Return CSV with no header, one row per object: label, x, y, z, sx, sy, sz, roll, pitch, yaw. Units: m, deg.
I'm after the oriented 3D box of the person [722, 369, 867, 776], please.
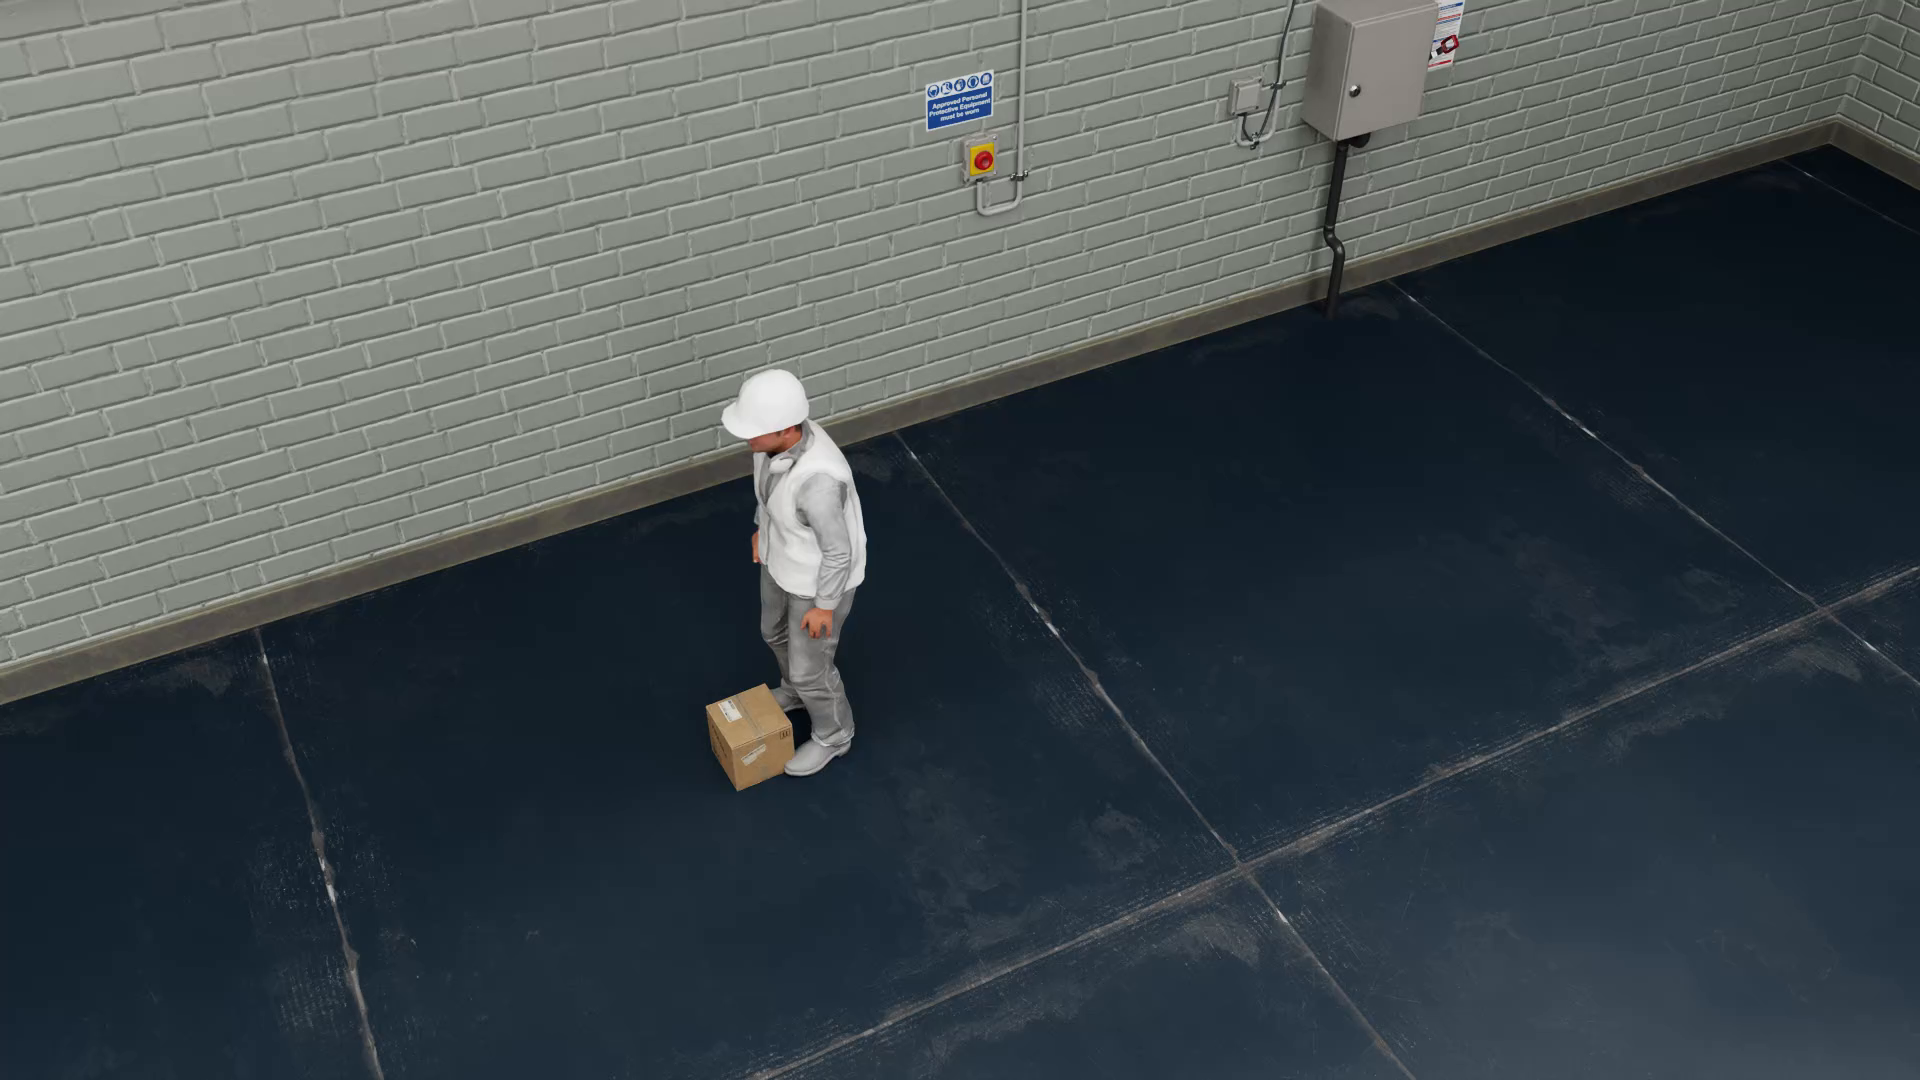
person,-0.580,0.099,6.027,0.461,1.767,0.580,-20,45,-22
